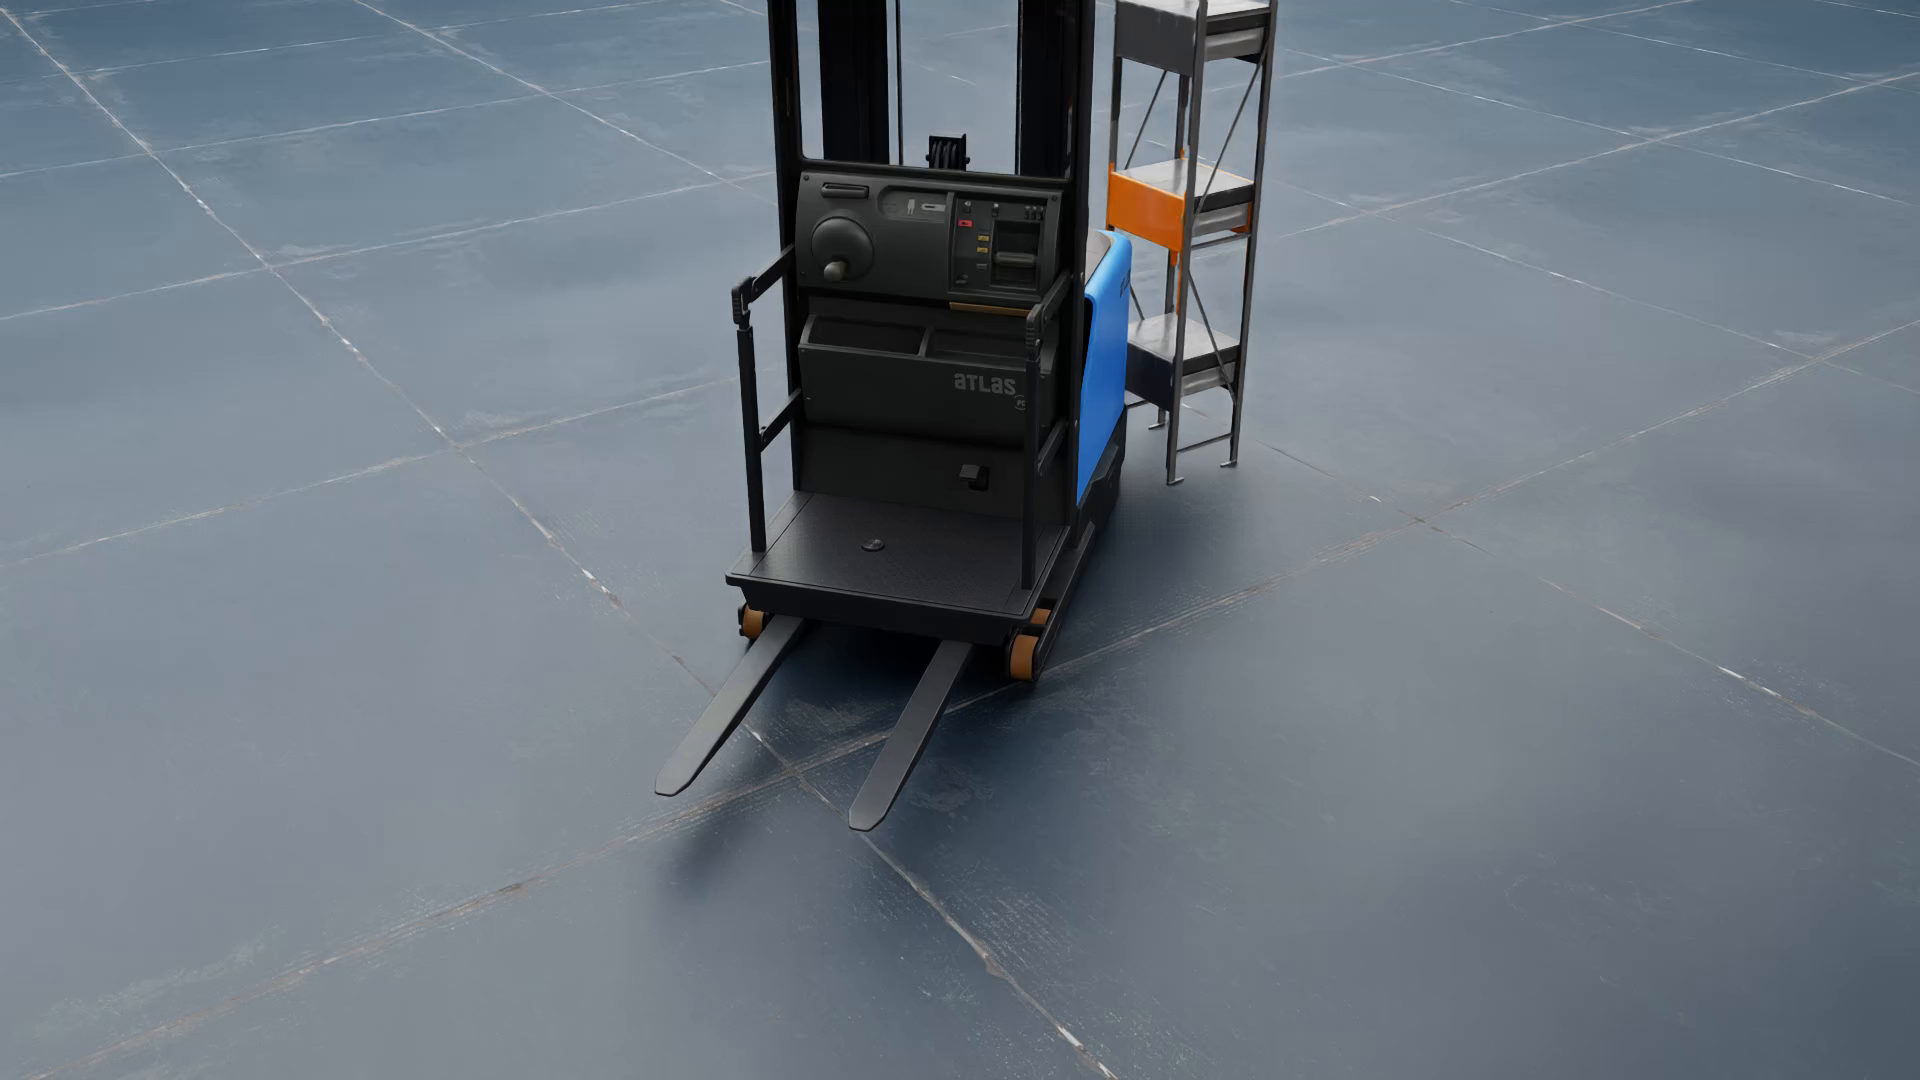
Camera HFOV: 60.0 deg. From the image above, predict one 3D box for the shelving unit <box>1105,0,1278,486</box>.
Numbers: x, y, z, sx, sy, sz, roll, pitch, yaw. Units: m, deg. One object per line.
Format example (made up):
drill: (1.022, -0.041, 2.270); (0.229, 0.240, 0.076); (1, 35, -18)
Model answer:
shelving unit: (0.924, -1.311, 6.963); (0.431, 2.100, 0.503); (-18, 33, -30)

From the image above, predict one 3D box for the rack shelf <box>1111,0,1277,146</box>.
rack shelf: (0.925, -1.914, 6.635); (0.431, 0.518, 0.480); (-18, 33, -30)

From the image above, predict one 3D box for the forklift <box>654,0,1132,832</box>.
forklift: (-0.171, -0.999, 5.518); (1.130, 2.935, 3.031); (8, 29, 14)

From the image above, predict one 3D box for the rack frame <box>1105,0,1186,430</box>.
rack frame: (0.786, -1.407, 7.139); (0.400, 2.100, 0.015); (-18, 33, -30)

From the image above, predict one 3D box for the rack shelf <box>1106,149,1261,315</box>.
rack shelf: (0.924, -1.299, 6.969); (0.431, 0.518, 0.480); (-18, 33, -30)

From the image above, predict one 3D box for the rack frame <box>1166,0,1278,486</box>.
rack frame: (1.062, -1.215, 6.786); (0.400, 2.100, 0.015); (-18, 33, -30)

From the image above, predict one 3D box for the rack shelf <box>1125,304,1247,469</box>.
rack shelf: (0.923, -0.683, 7.303); (0.431, 0.518, 0.480); (-18, 33, -30)
